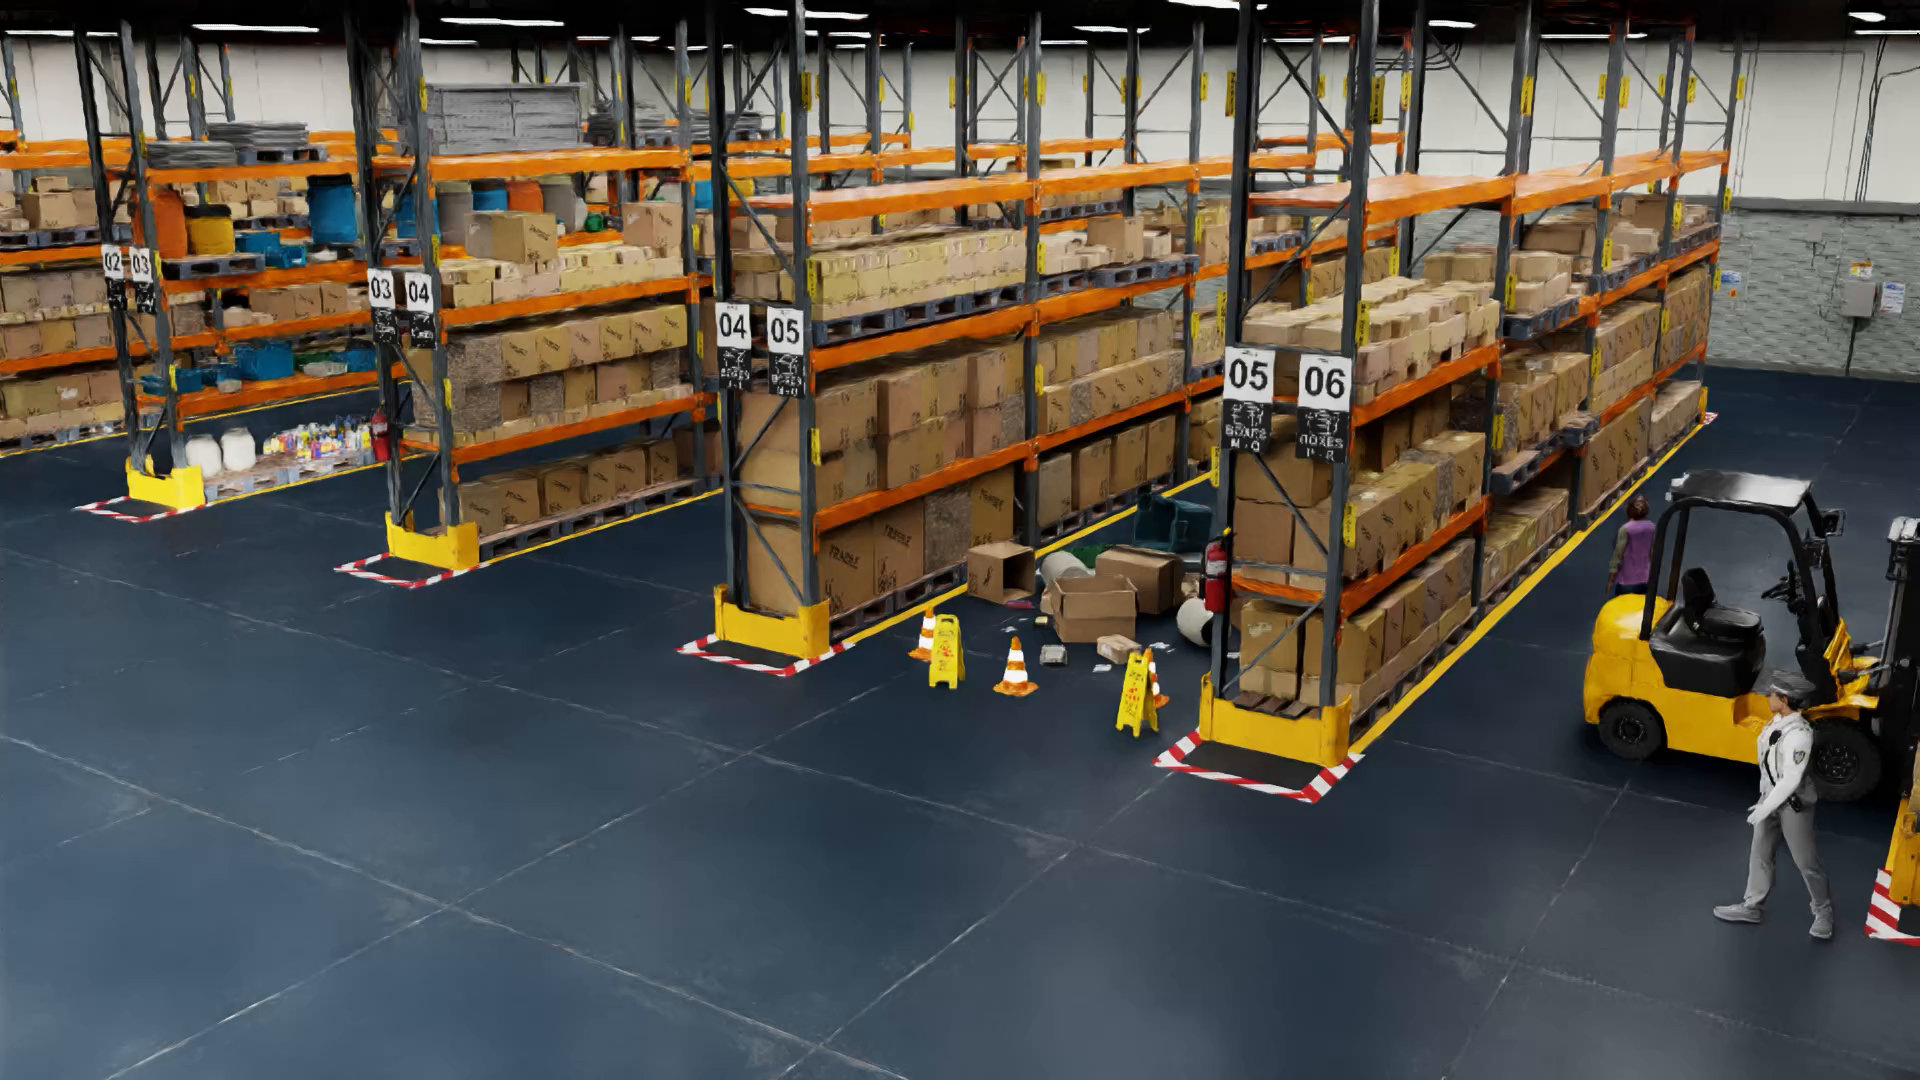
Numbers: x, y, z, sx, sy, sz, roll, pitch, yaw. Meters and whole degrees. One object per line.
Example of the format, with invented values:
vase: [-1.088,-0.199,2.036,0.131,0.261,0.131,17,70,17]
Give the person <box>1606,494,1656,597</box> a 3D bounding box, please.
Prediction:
person: [5.987,0.370,14.870,0.522,1.592,0.527,-7,17,-25]

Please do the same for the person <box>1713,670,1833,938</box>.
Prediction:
person: [5.138,1.626,10.289,0.677,1.658,0.496,1,16,4]
